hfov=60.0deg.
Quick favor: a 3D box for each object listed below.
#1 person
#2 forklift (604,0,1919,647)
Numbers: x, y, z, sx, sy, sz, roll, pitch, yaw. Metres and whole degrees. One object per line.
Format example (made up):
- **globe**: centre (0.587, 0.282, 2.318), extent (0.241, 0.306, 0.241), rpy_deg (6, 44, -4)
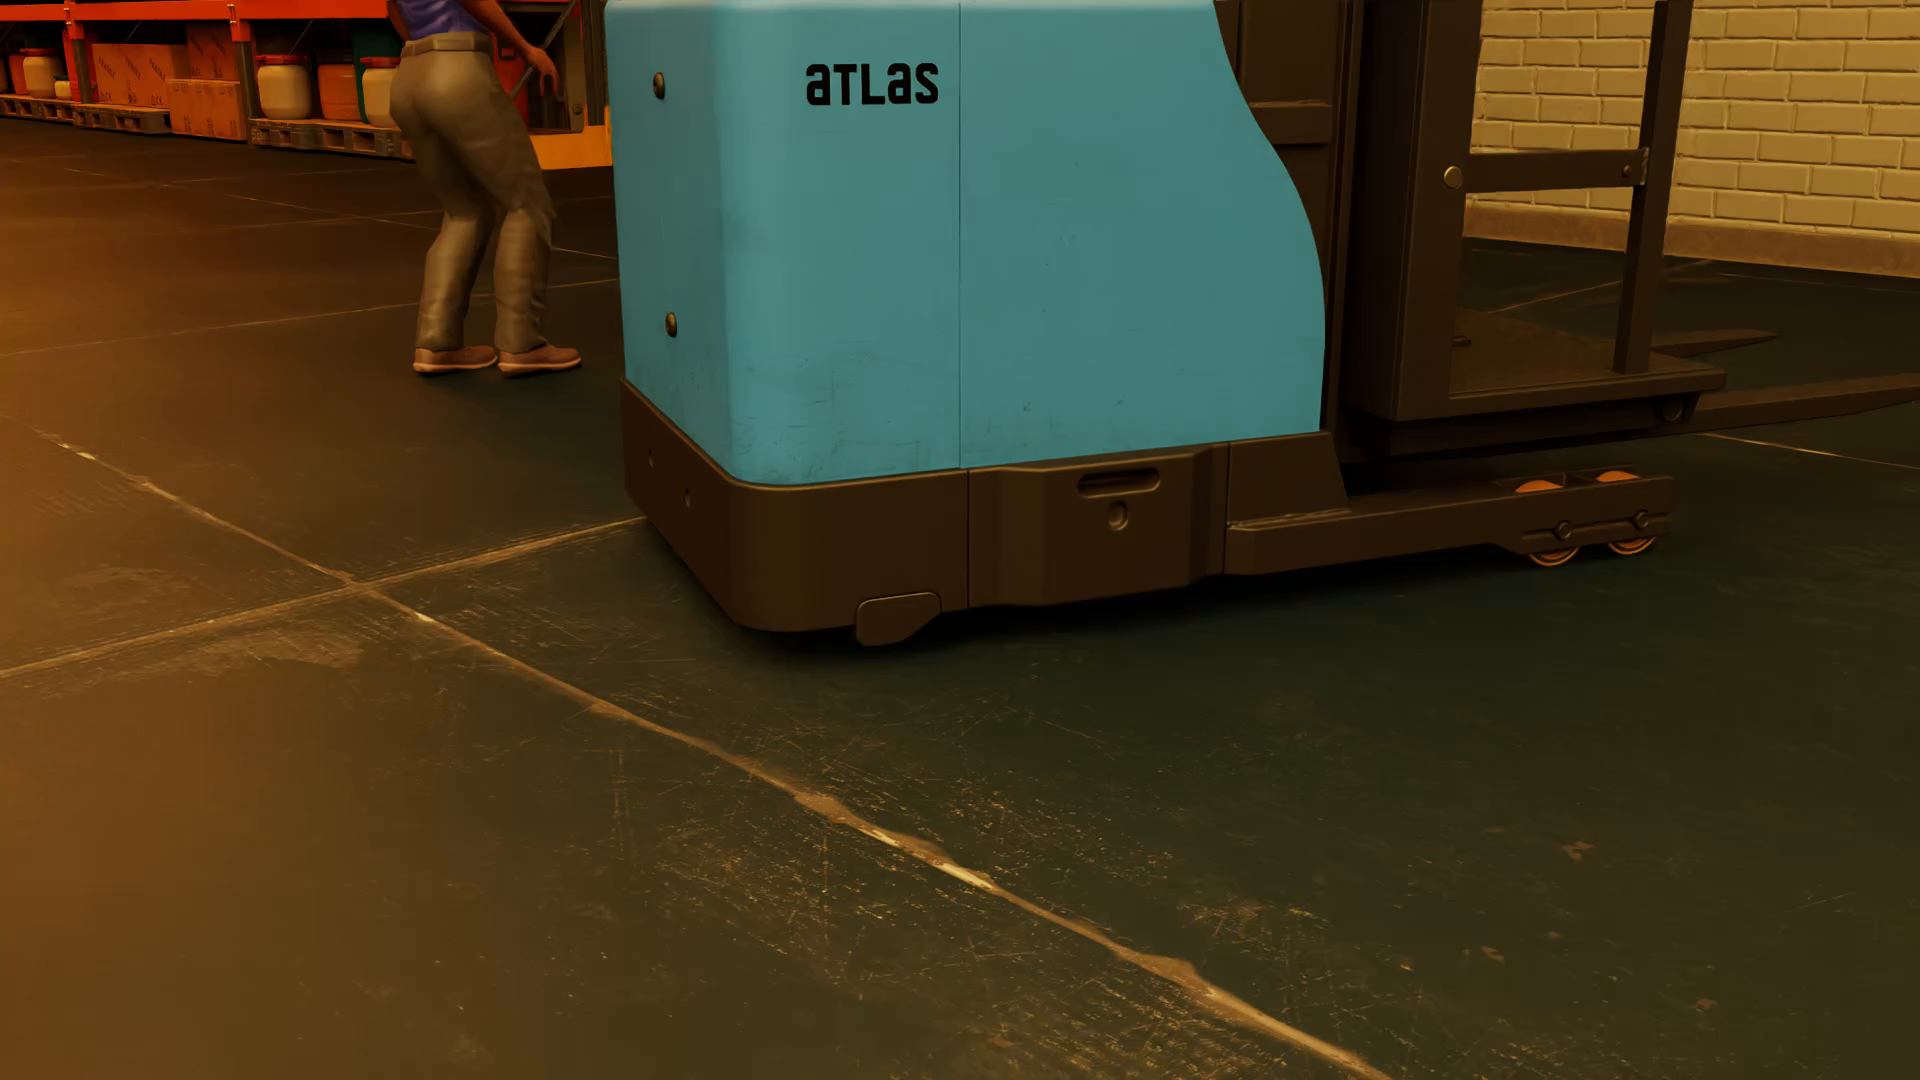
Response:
- **person**: centre (-1.437, -1.294, 4.873), extent (0.463, 1.621, 0.655), rpy_deg (-15, 23, -41)
- **forklift**: centre (0.866, -1.485, 3.237), extent (3.031, 2.935, 1.130), rpy_deg (-7, 18, -21)
